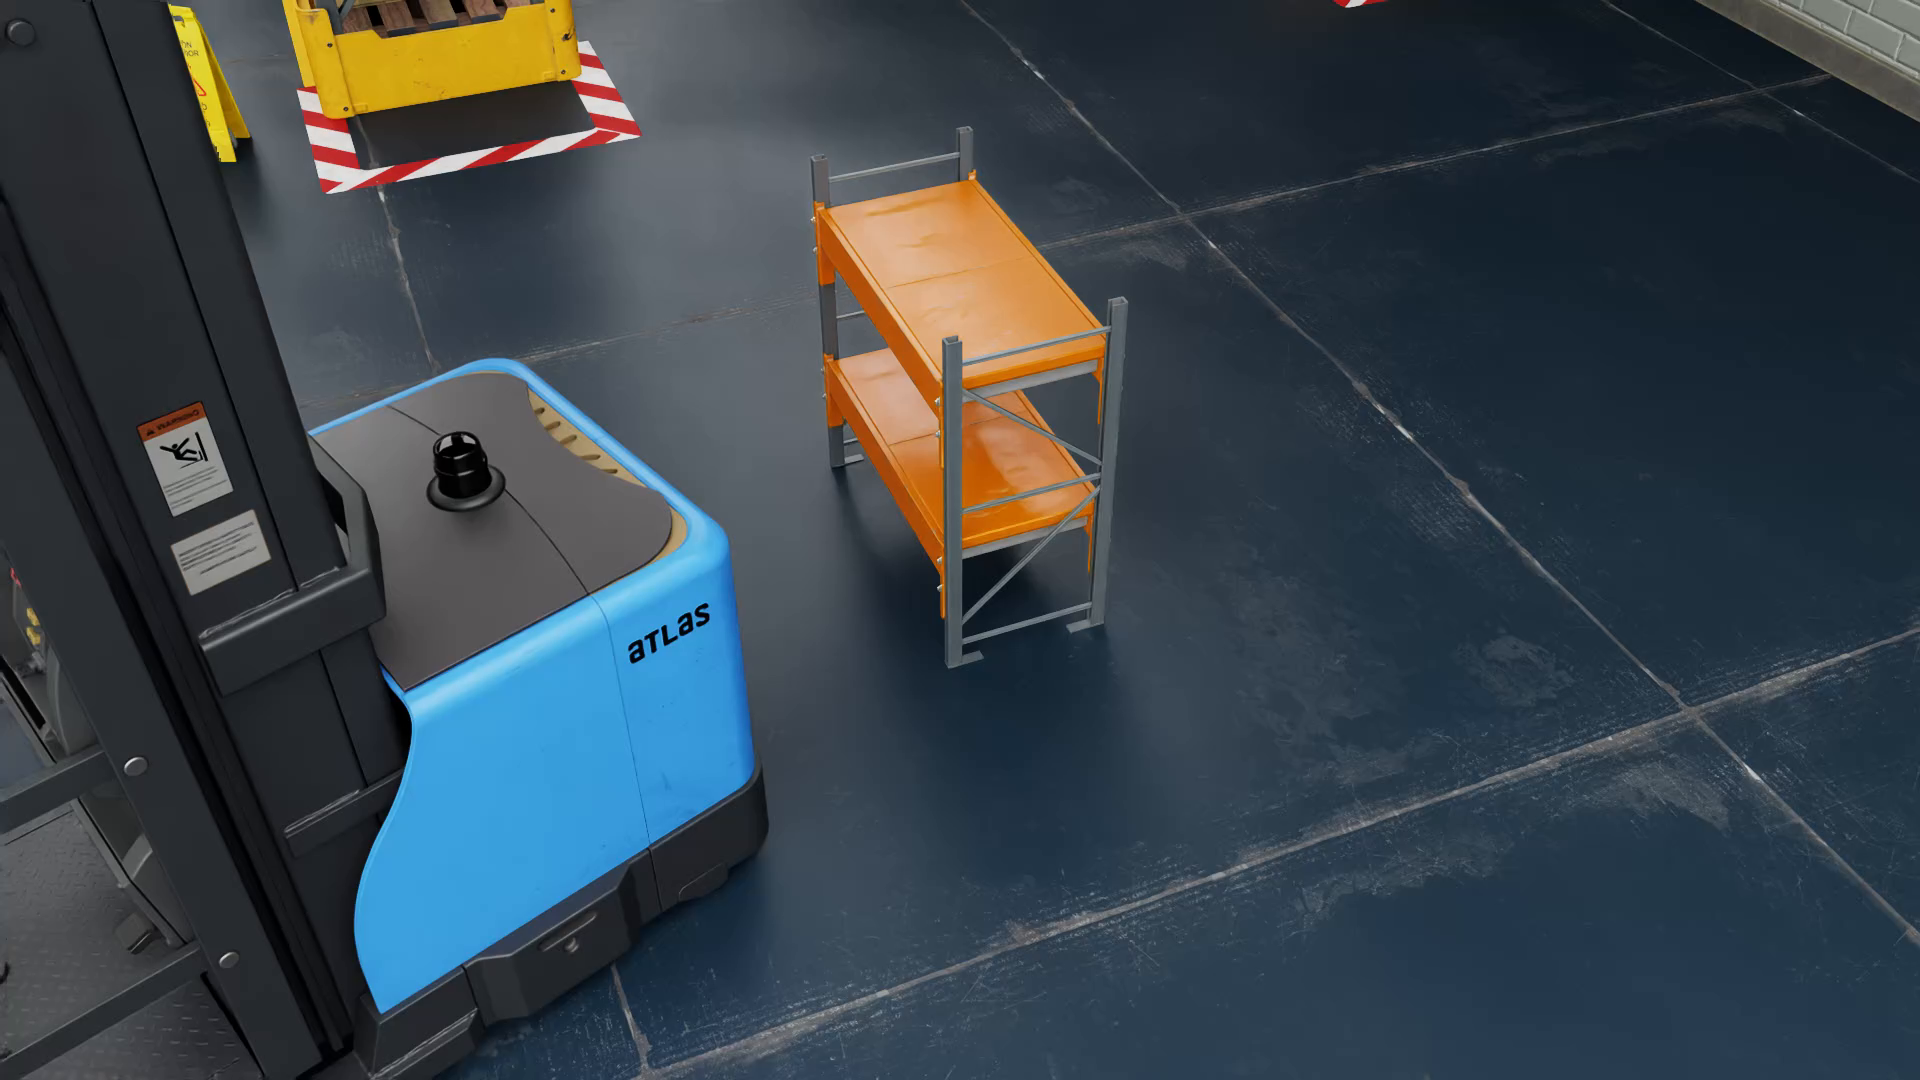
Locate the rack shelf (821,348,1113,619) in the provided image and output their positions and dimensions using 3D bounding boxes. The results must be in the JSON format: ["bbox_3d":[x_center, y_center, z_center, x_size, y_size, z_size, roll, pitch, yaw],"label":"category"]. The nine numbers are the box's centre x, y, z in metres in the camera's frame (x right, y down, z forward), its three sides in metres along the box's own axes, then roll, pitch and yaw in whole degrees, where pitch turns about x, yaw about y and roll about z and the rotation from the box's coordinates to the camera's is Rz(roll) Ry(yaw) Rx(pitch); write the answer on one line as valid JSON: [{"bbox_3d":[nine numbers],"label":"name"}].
[{"bbox_3d":[-0.003,-0.245,5.047,0.538,0.278,1.000,-15,43,-17],"label":"rack shelf"}]

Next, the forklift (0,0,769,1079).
[{"bbox_3d":[-1.926,0.096,2.890,3.031,2.935,1.130,-30,49,-30],"label":"forklift"}]

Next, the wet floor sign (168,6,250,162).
[{"bbox_3d":[-3.245,-1.938,7.009,0.267,0.644,0.232,-2,41,-2],"label":"wet floor sign"}]

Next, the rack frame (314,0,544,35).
[{"bbox_3d":[-2.329,-3.212,6.685,1.000,3.000,0.127,-15,43,-17],"label":"rack frame"}]

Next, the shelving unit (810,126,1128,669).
[{"bbox_3d":[-0.003,-0.431,4.888,0.538,1.125,1.048,-15,43,-17],"label":"shelving unit"}]

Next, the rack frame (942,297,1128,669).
[{"bbox_3d":[0.192,-0.124,4.532,0.500,1.125,0.032,-15,43,-17],"label":"rack frame"}]

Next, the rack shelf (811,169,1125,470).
[{"bbox_3d":[-0.003,-0.652,4.697,0.538,0.278,1.000,-15,43,-17],"label":"rack shelf"}]

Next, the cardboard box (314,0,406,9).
[{"bbox_3d":[-2.896,-2.763,7.949,0.500,0.250,0.500,-15,43,-17],"label":"cardboard box"}]

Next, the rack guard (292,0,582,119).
[{"bbox_3d":[-2.358,-2.310,7.553,1.175,0.500,0.348,-15,43,-17],"label":"rack guard"}]

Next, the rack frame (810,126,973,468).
[{"bbox_3d":[-0.197,-0.737,5.244,0.500,1.125,0.032,-15,43,-17],"label":"rack frame"}]

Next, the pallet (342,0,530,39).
[{"bbox_3d":[-2.637,-2.699,8.226,1.003,0.211,1.213,-15,43,-17],"label":"pallet"}]
